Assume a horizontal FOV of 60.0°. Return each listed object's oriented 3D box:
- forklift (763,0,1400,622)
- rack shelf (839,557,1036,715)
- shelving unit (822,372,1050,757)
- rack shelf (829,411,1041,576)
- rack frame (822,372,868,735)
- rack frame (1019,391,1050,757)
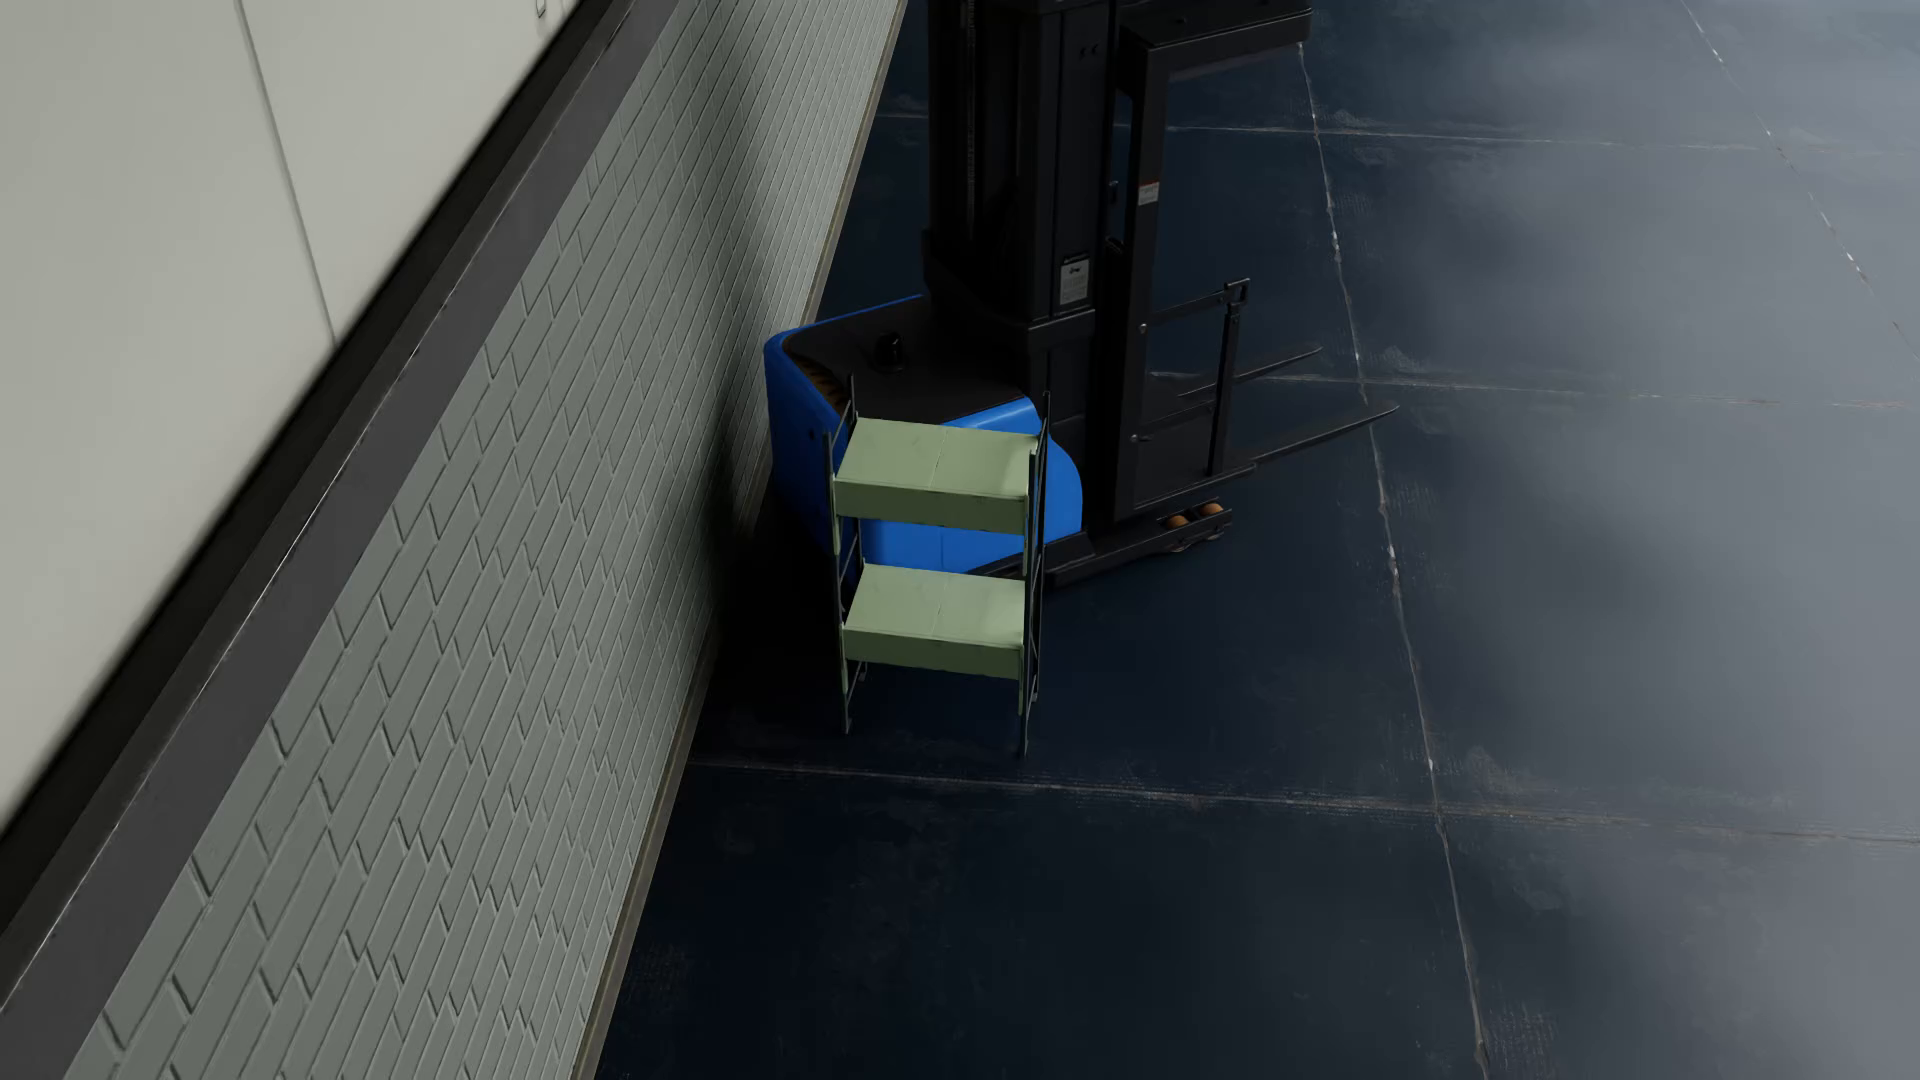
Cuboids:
[{"bbox_3d":[0.686,-1.355,7.093,3.031,2.935,1.130,-19,43,-22],"label":"forklift"},{"bbox_3d":[-0.078,0.379,6.613,0.720,0.370,0.431,6,40,8],"label":"rack shelf"},{"bbox_3d":[-0.078,0.126,6.407,0.755,1.500,0.431,6,40,8],"label":"shelving unit"},{"bbox_3d":[-0.078,-0.177,6.161,0.720,0.370,0.431,6,40,8],"label":"rack shelf"},{"bbox_3d":[-0.438,0.087,6.455,0.023,1.500,0.400,6,40,8],"label":"rack frame"},{"bbox_3d":[0.283,0.165,6.359,0.023,1.500,0.400,6,40,8],"label":"rack frame"}]
